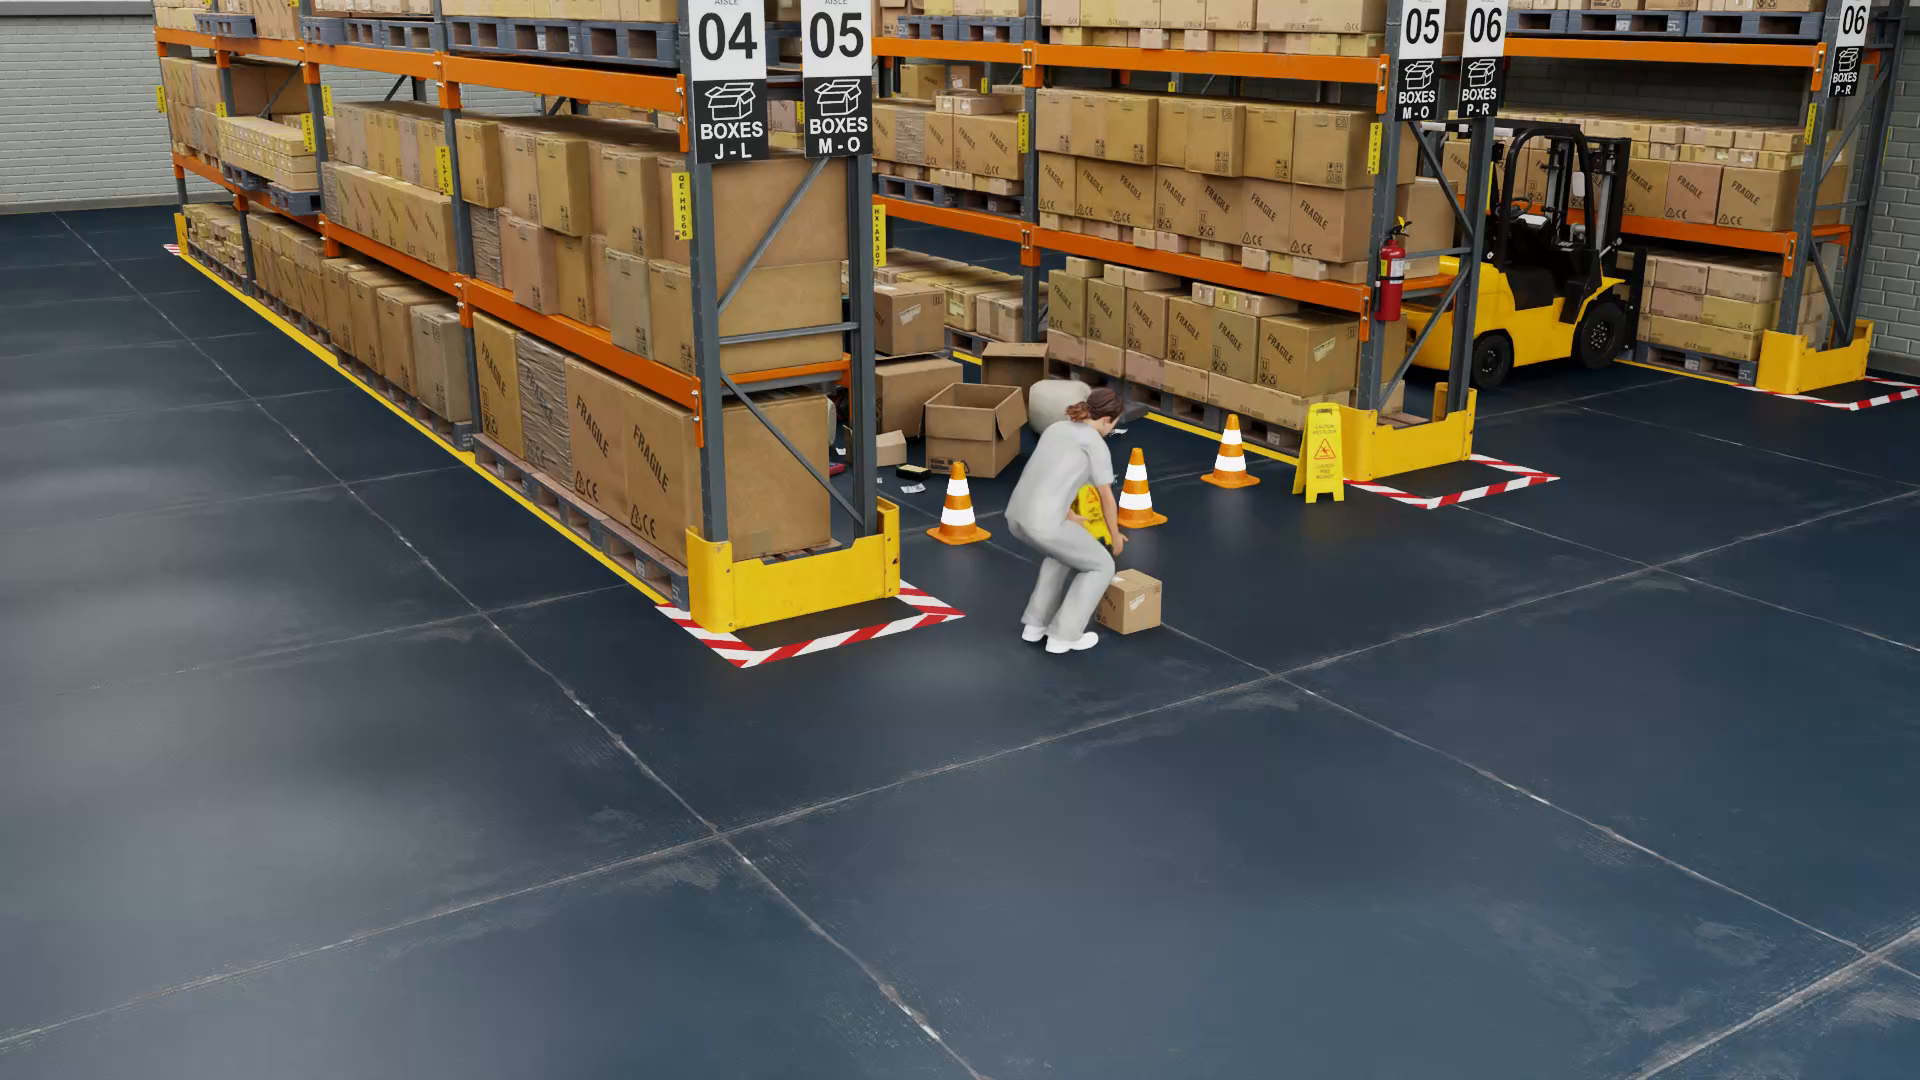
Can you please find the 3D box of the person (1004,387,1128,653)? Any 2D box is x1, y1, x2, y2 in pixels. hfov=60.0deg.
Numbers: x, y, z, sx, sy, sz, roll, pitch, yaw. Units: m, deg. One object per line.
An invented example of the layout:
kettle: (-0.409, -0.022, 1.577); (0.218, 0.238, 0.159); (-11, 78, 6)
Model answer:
person: (0.540, -0.110, 8.498); (0.683, 1.304, 0.492); (-12, 21, -31)
